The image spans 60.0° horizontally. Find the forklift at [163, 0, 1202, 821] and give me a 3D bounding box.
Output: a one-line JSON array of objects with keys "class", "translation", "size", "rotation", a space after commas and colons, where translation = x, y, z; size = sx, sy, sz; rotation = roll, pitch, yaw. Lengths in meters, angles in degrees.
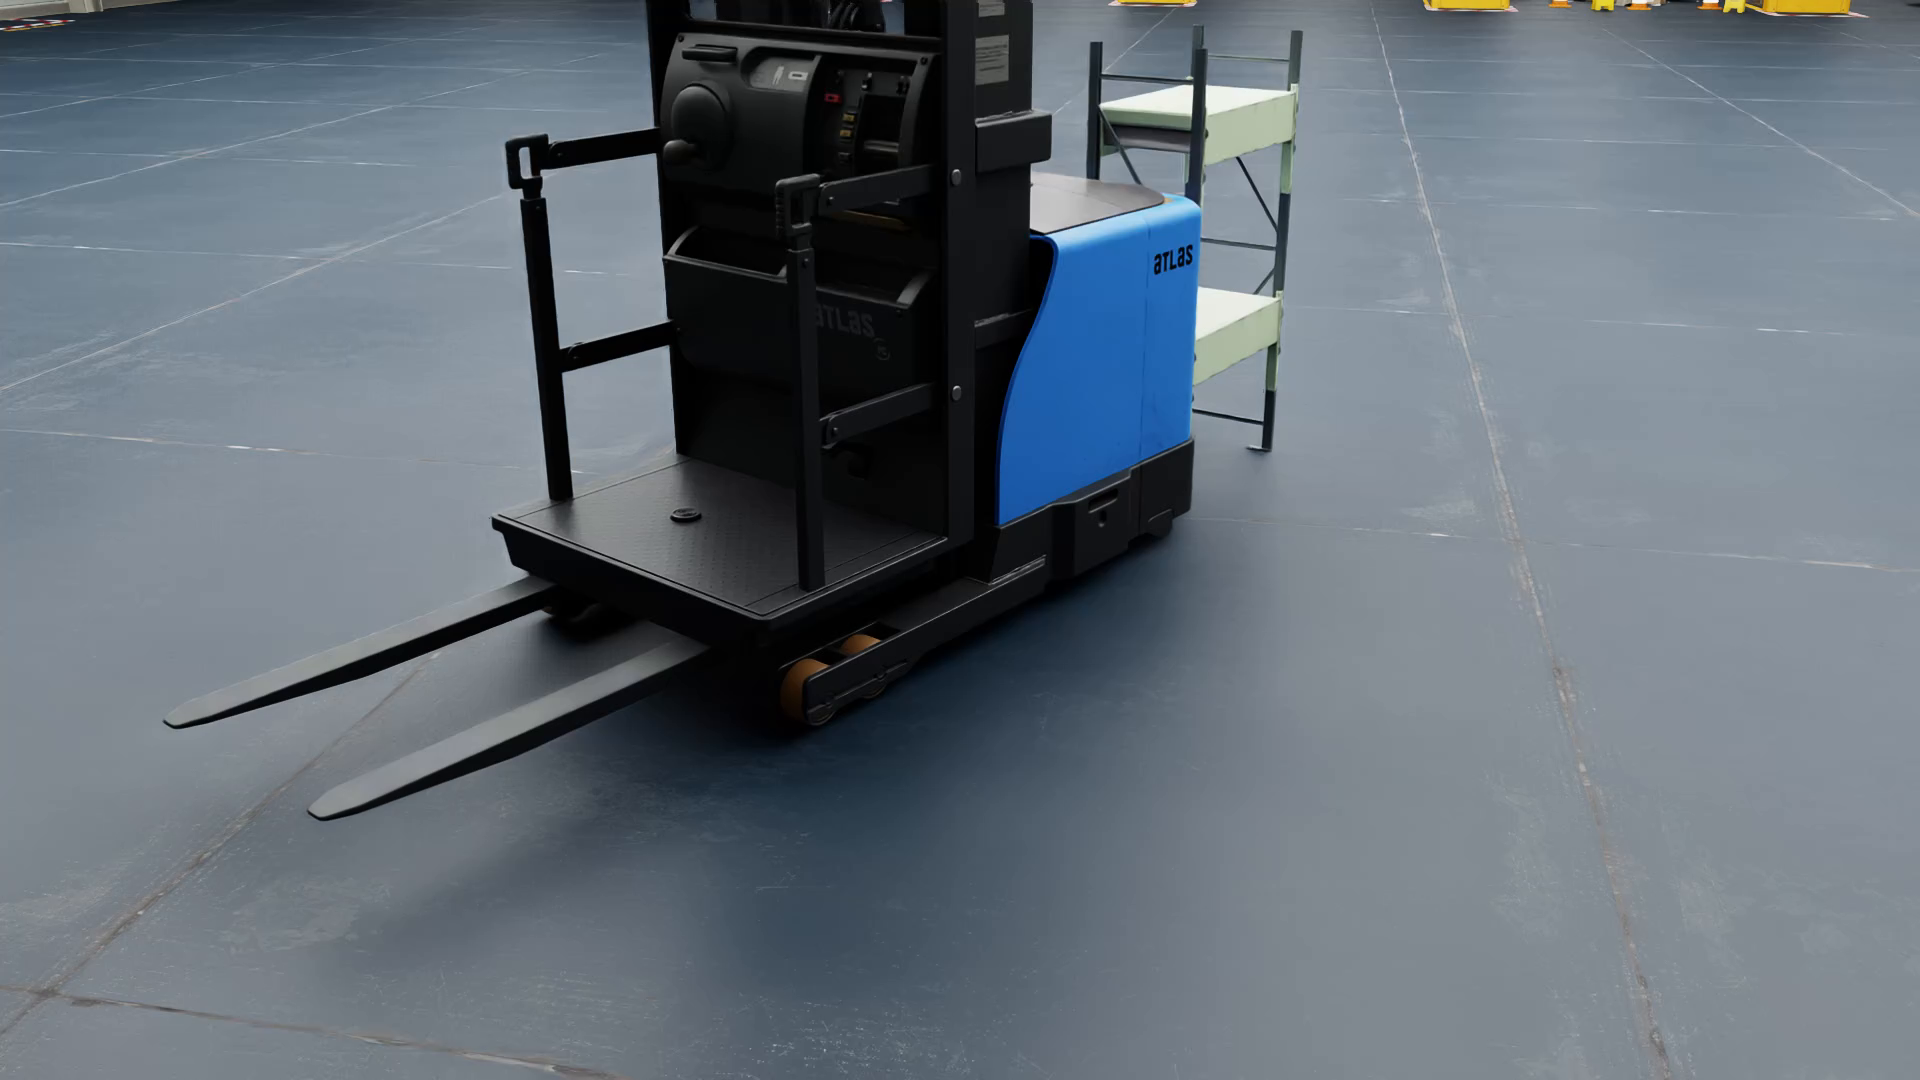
[{"class": "forklift", "translation": [-0.575, -1.102, 4.167], "size": [1.130, 2.935, 3.031], "rotation": [17, 28, 36]}]

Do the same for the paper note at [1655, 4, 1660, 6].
[{"class": "paper note", "translation": [11.112, -8.539, 26.514], "size": [0.148, 0.019, 0.142], "rotation": [-3, 22, -8]}]

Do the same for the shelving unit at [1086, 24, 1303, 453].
[{"class": "shelving unit", "translation": [0.784, -0.950, 5.705], "size": [0.431, 1.500, 0.755], "rotation": [14, 26, 31]}]

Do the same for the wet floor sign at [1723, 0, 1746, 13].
[{"class": "wet floor sign", "translation": [11.782, -8.339, 25.194], "size": [0.267, 0.644, 0.232], "rotation": [13, 25, 29]}]

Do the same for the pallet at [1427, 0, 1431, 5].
[{"class": "pallet", "translation": [8.088, -8.764, 26.832], "size": [1.003, 0.211, 1.213], "rotation": [4, 22, 11]}]

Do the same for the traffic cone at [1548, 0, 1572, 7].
[{"class": "traffic cone", "translation": [9.500, -8.668, 26.257], "size": [0.336, 0.463, 0.334], "rotation": [4, 22, 11]}]

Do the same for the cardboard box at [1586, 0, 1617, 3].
[{"class": "cardboard box", "translation": [10.748, -9.096, 27.265], "size": [0.797, 0.503, 0.637], "rotation": [-11, 25, -26]}]

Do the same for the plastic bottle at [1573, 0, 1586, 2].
[{"class": "plastic bottle", "translation": [10.198, -8.925, 27.432], "size": [0.133, 0.061, 0.283], "rotation": [-3, 22, -8]}]

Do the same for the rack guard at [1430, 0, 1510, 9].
[{"class": "rack guard", "translation": [7.997, -8.591, 26.015], "size": [1.175, 0.500, 0.348], "rotation": [4, 22, 11]}]

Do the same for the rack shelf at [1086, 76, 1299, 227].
[{"class": "rack shelf", "translation": [0.784, -1.312, 5.559], "size": [0.431, 0.370, 0.720], "rotation": [14, 26, 31]}]

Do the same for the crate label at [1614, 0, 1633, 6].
[{"class": "crate label", "translation": [10.637, -8.599, 26.521], "size": [0.250, 0.136, 0.298], "rotation": [-7, 23, -17]}]

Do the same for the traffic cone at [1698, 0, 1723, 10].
[{"class": "traffic cone", "translation": [11.693, -8.497, 25.833], "size": [0.336, 0.463, 0.334], "rotation": [4, 22, 11]}]

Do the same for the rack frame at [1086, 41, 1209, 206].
[{"class": "rack frame", "translation": [0.582, -0.836, 5.422], "size": [0.400, 1.500, 0.023], "rotation": [14, 26, 31]}]

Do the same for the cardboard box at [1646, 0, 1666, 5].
[{"class": "cardboard box", "translation": [11.158, -8.729, 26.829], "size": [0.380, 0.149, 0.250], "rotation": [18, 28, 38]}]

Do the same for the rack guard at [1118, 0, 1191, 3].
[{"class": "rack guard", "translation": [3.182, -9.042, 27.136], "size": [1.175, 0.500, 0.348], "rotation": [4, 22, 11]}]

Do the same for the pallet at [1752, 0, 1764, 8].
[{"class": "pallet", "translation": [13.084, -8.447, 26.046], "size": [1.003, 0.211, 1.213], "rotation": [4, 22, 11]}]

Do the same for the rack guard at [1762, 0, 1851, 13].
[{"class": "rack guard", "translation": [12.884, -8.287, 25.261], "size": [1.175, 0.500, 0.348], "rotation": [4, 22, 11]}]

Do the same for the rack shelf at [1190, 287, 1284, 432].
[{"class": "rack shelf", "translation": [0.784, -0.648, 5.827], "size": [0.431, 0.370, 0.720], "rotation": [14, 26, 31]}]

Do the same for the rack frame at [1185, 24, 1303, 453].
[{"class": "rack frame", "translation": [0.986, -1.064, 5.988], "size": [0.400, 1.500, 0.023], "rotation": [14, 26, 31]}]

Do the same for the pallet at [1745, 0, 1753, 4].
[{"class": "pallet", "translation": [13.335, -8.892, 27.150], "size": [1.003, 0.211, 1.213], "rotation": [4, 22, 11]}]

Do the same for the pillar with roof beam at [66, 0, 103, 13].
[{"class": "pillar with roof beam", "translation": [-9.095, -11.889, 22.828], "size": [9.100, 9.000, 0.400], "rotation": [4, 22, 11]}]

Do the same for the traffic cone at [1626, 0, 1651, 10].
[{"class": "traffic cone", "translation": [10.537, -8.458, 25.735], "size": [0.336, 0.463, 0.334], "rotation": [4, 22, 11]}]

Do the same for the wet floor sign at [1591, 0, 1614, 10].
[{"class": "wet floor sign", "translation": [9.934, -8.505, 25.609], "size": [0.267, 0.644, 0.232], "rotation": [1, 22, 2]}]
